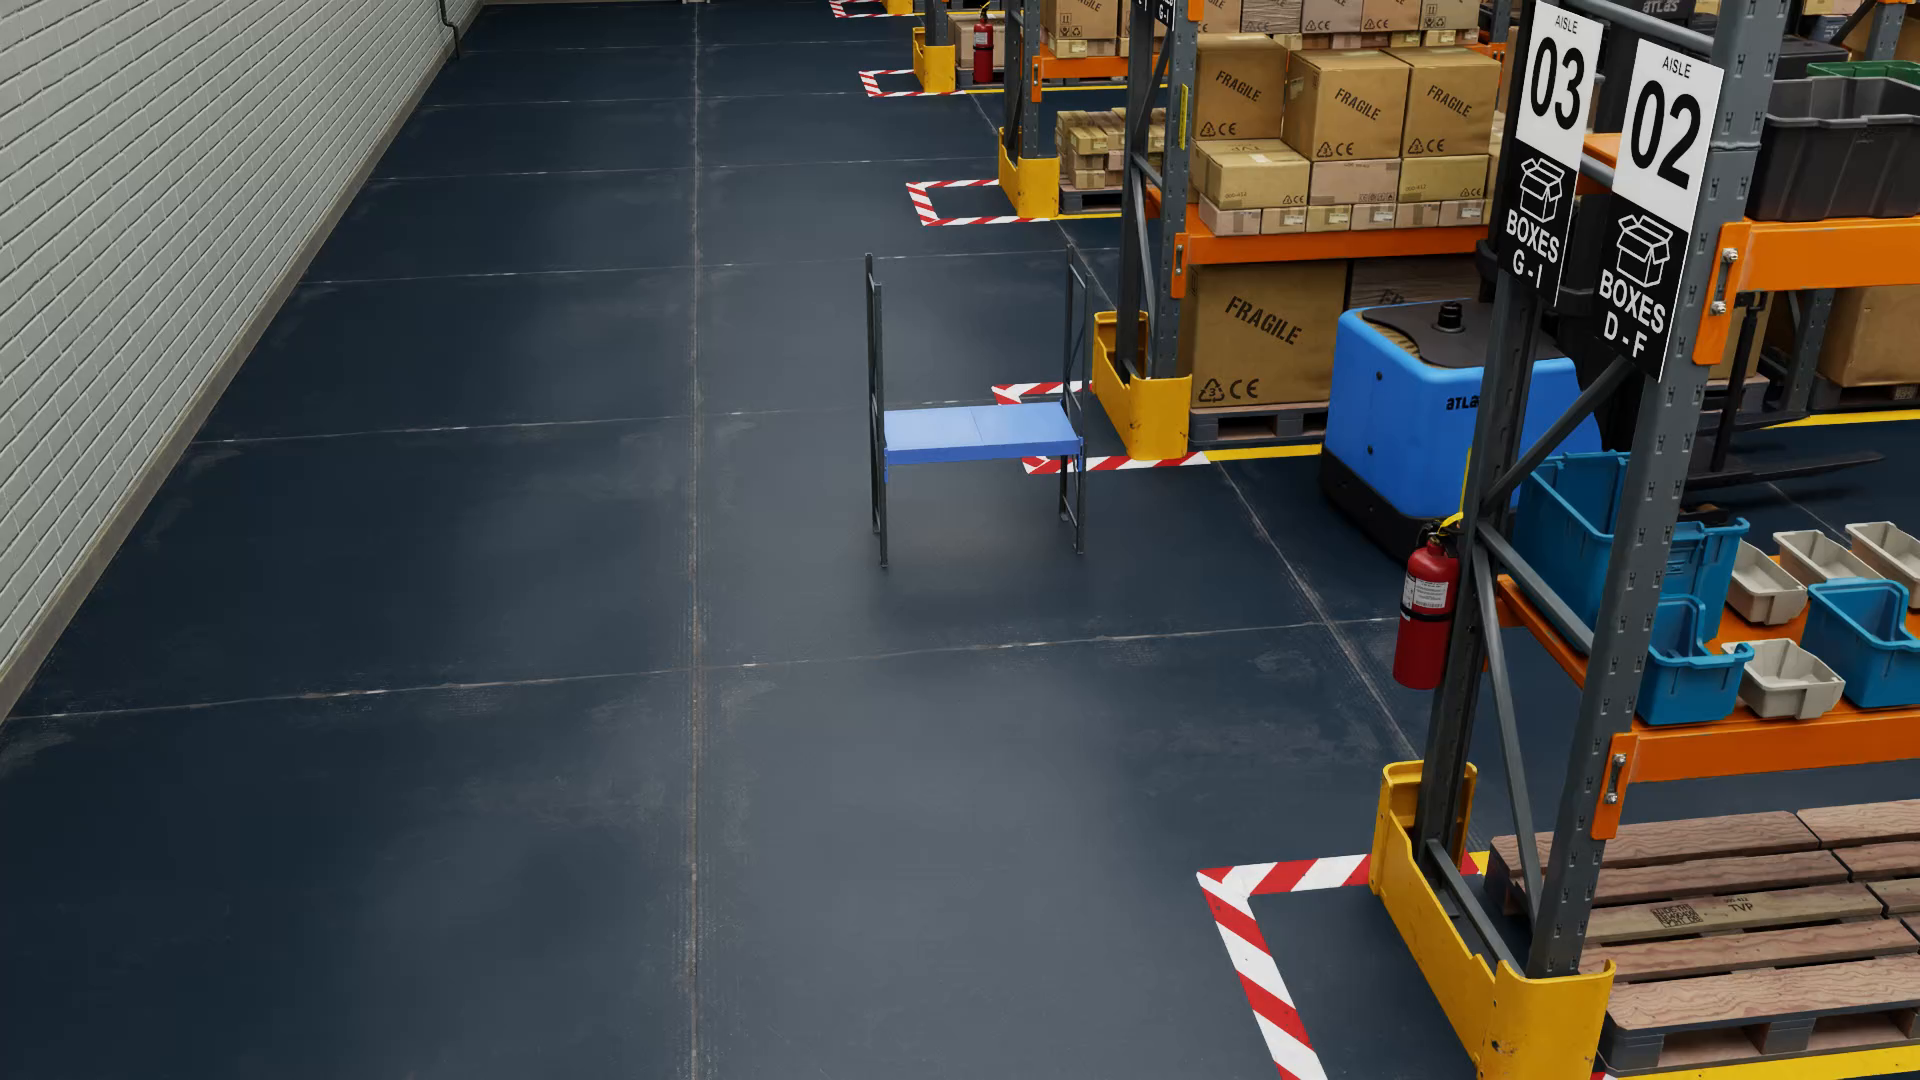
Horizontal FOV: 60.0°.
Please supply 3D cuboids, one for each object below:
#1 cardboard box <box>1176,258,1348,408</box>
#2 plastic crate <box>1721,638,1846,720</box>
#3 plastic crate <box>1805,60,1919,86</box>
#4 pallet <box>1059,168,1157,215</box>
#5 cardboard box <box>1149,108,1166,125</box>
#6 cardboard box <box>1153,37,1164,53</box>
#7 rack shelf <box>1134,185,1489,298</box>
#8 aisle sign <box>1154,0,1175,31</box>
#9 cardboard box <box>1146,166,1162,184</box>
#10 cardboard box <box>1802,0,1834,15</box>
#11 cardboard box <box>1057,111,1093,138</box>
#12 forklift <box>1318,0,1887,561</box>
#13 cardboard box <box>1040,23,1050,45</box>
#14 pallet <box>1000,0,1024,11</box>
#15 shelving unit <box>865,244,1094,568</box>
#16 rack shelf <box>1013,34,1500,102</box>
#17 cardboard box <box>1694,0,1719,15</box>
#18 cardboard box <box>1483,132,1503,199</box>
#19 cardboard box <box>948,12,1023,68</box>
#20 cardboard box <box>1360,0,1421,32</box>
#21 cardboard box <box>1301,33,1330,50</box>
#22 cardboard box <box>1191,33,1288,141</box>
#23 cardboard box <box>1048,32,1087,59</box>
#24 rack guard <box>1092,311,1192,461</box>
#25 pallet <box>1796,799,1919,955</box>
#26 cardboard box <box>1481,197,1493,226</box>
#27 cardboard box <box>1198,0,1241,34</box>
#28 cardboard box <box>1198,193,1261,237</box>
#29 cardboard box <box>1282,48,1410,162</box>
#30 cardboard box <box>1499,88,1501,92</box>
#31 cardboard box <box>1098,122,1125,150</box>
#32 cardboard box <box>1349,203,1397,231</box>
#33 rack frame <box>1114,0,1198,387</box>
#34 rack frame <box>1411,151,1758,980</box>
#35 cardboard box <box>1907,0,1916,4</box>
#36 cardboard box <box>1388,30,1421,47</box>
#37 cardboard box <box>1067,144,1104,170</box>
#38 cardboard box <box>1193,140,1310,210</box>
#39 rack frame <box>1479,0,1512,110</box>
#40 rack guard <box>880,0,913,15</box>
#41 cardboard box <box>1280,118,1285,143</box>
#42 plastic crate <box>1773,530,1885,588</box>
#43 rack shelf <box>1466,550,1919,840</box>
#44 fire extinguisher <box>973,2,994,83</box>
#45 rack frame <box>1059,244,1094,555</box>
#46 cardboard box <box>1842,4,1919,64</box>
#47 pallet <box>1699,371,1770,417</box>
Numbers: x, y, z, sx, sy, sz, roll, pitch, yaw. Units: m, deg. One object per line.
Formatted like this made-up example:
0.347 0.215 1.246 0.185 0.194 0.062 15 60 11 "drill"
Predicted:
1.730 -1.384 10.028 0.875 0.875 0.875 -4 27 -7 "cardboard box"
2.417 0.415 4.879 0.298 0.136 0.250 -4 27 -7 "plastic crate"
2.734 -1.258 4.863 0.336 0.188 0.450 -4 27 -7 "plastic crate"
1.401 -3.114 14.587 1.213 0.211 1.003 -4 27 -7 "pallet"
1.766 -3.697 14.681 0.250 0.149 0.380 -5 28 -9 "cardboard box"
1.640 -4.181 13.887 0.250 0.149 0.380 -2 27 -5 "cardboard box"
3.088 -1.872 9.901 4.000 0.370 1.077 -4 27 -7 "rack shelf"
1.078 -3.082 8.623 0.004 0.787 0.394 -4 27 -7 "aisle sign"
1.572 -3.193 14.351 0.250 0.149 0.380 -3 27 -7 "cardboard box"
7.266 -4.613 14.270 0.250 0.149 0.380 -4 27 -8 "cardboard box"
1.005 -3.645 14.580 0.250 0.149 0.380 -3 27 -7 "cardboard box"
3.554 -1.529 8.520 3.031 2.935 1.130 -7 28 -13 "forklift"
0.800 -4.351 14.218 0.250 0.149 0.380 -4 27 -7 "cardboard box"
1.101 -7.680 23.487 1.213 0.211 1.003 -4 27 -7 "pallet"
0.084 -0.673 8.418 1.048 1.500 0.538 -4 27 -7 "shelving unit"
2.497 -4.121 14.284 4.000 0.370 1.077 -4 27 -7 "rack shelf"
6.224 -4.546 14.139 0.250 0.149 0.380 -4 27 -8 "cardboard box"
3.148 -2.141 9.476 0.500 0.250 0.500 -4 27 -8 "cardboard box"
0.366 -5.679 18.879 0.875 0.438 0.875 -5 28 -9 "cardboard box"
3.523 -4.554 13.905 0.500 0.500 0.500 -4 27 -9 "cardboard box"
2.931 -4.249 14.020 0.250 0.149 0.380 -4 27 -8 "cardboard box"
1.553 -2.614 9.576 0.500 0.500 0.500 -3 27 -6 "cardboard box"
0.883 -4.075 13.680 0.250 0.149 0.380 -4 27 -8 "cardboard box"
1.083 -0.952 10.057 0.348 0.500 1.175 -4 27 -7 "rack guard"
3.825 1.303 5.978 1.213 0.211 1.003 -4 27 -7 "pallet"
3.028 -1.925 9.492 0.250 0.149 0.380 -4 27 -8 "cardboard box"
2.013 -4.465 13.732 0.500 0.500 0.500 -3 27 -6 "cardboard box"
1.505 -1.827 9.300 0.250 0.149 0.380 -3 27 -7 "cardboard box"
2.115 -2.405 9.168 0.500 0.500 0.500 -4 27 -8 "cardboard box"
5.179 -4.138 14.986 0.500 0.250 0.500 -4 27 -8 "cardboard box"
1.339 -3.449 14.197 0.250 0.149 0.380 -3 27 -6 "cardboard box"
2.270 -1.877 9.398 0.250 0.149 0.380 -4 27 -8 "cardboard box"
1.107 -2.065 9.489 0.127 3.000 1.000 -4 27 -7 "rack frame"
1.797 0.174 5.125 0.127 3.000 1.000 -4 27 -7 "rack frame"
8.014 -4.659 14.359 0.250 0.149 0.380 -3 27 -6 "cardboard box"
3.714 -4.277 14.075 0.250 0.149 0.380 -3 27 -5 "cardboard box"
1.071 -3.282 14.197 0.250 0.149 0.380 -3 27 -5 "cardboard box"
1.620 -2.039 9.277 0.500 0.250 0.500 -4 27 -8 "cardboard box"
4.477 -4.568 14.367 0.127 3.000 1.000 -4 27 -7 "rack frame"
-0.894 -7.682 23.173 0.348 0.500 1.175 -4 27 -7 "rack guard"
2.052 -2.314 9.812 0.500 0.250 0.500 -4 27 -8 "cardboard box"
2.868 0.119 5.456 0.243 0.136 0.396 -4 27 -7 "plastic crate"
3.778 0.367 5.538 4.000 0.370 1.077 -4 27 -7 "rack shelf"
0.202 -4.306 14.350 0.183 0.674 0.296 -4 27 -7 "fire extinguisher"
0.588 -0.705 8.481 0.032 1.500 0.500 -4 27 -7 "rack frame"
5.699 -2.855 9.820 0.637 0.503 0.797 -4 27 -8 "cardboard box"
4.304 -1.066 10.596 1.213 0.211 1.003 -4 27 -7 "pallet"
